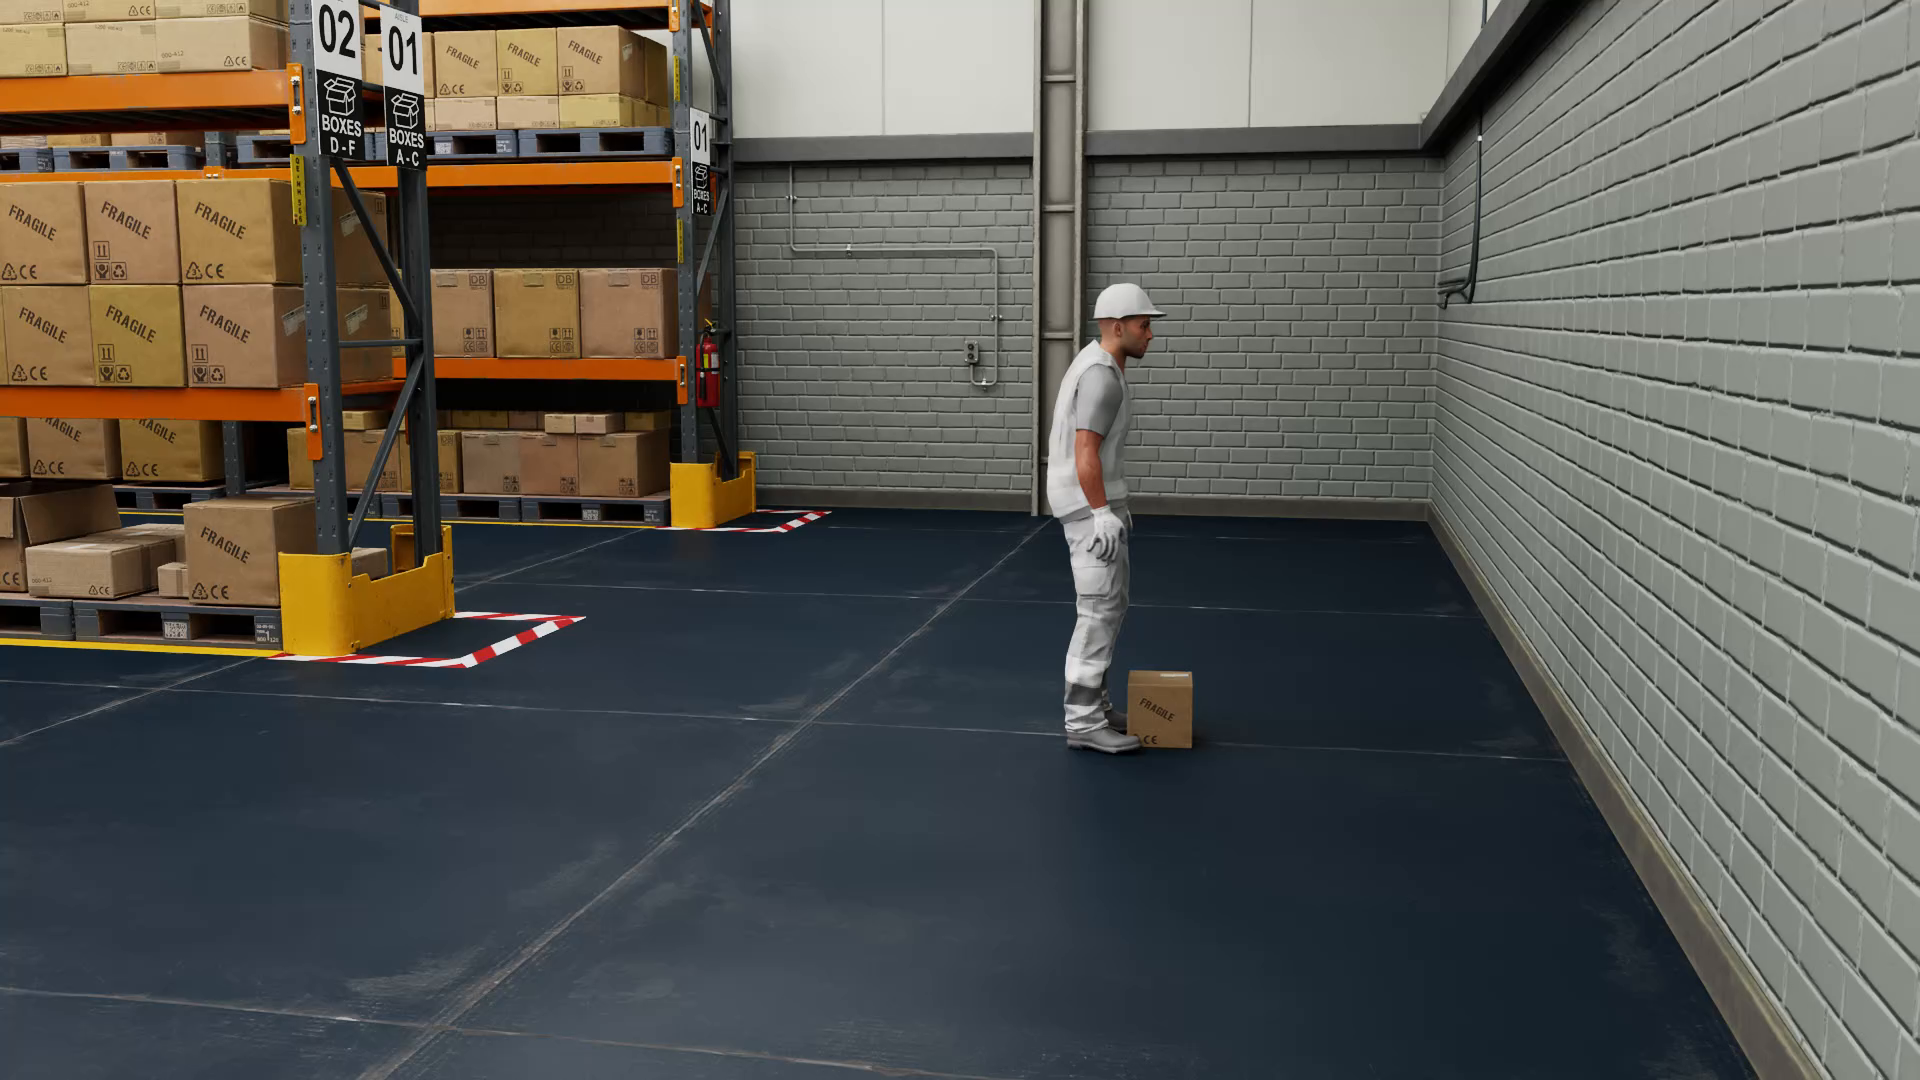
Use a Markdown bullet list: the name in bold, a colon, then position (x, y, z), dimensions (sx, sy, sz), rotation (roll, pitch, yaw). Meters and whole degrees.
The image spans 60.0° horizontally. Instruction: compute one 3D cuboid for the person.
- **person**: position (0.567, -0.100, 6.479), dimensions (0.453, 1.779, 0.621), rotation (1, 8, 10)
